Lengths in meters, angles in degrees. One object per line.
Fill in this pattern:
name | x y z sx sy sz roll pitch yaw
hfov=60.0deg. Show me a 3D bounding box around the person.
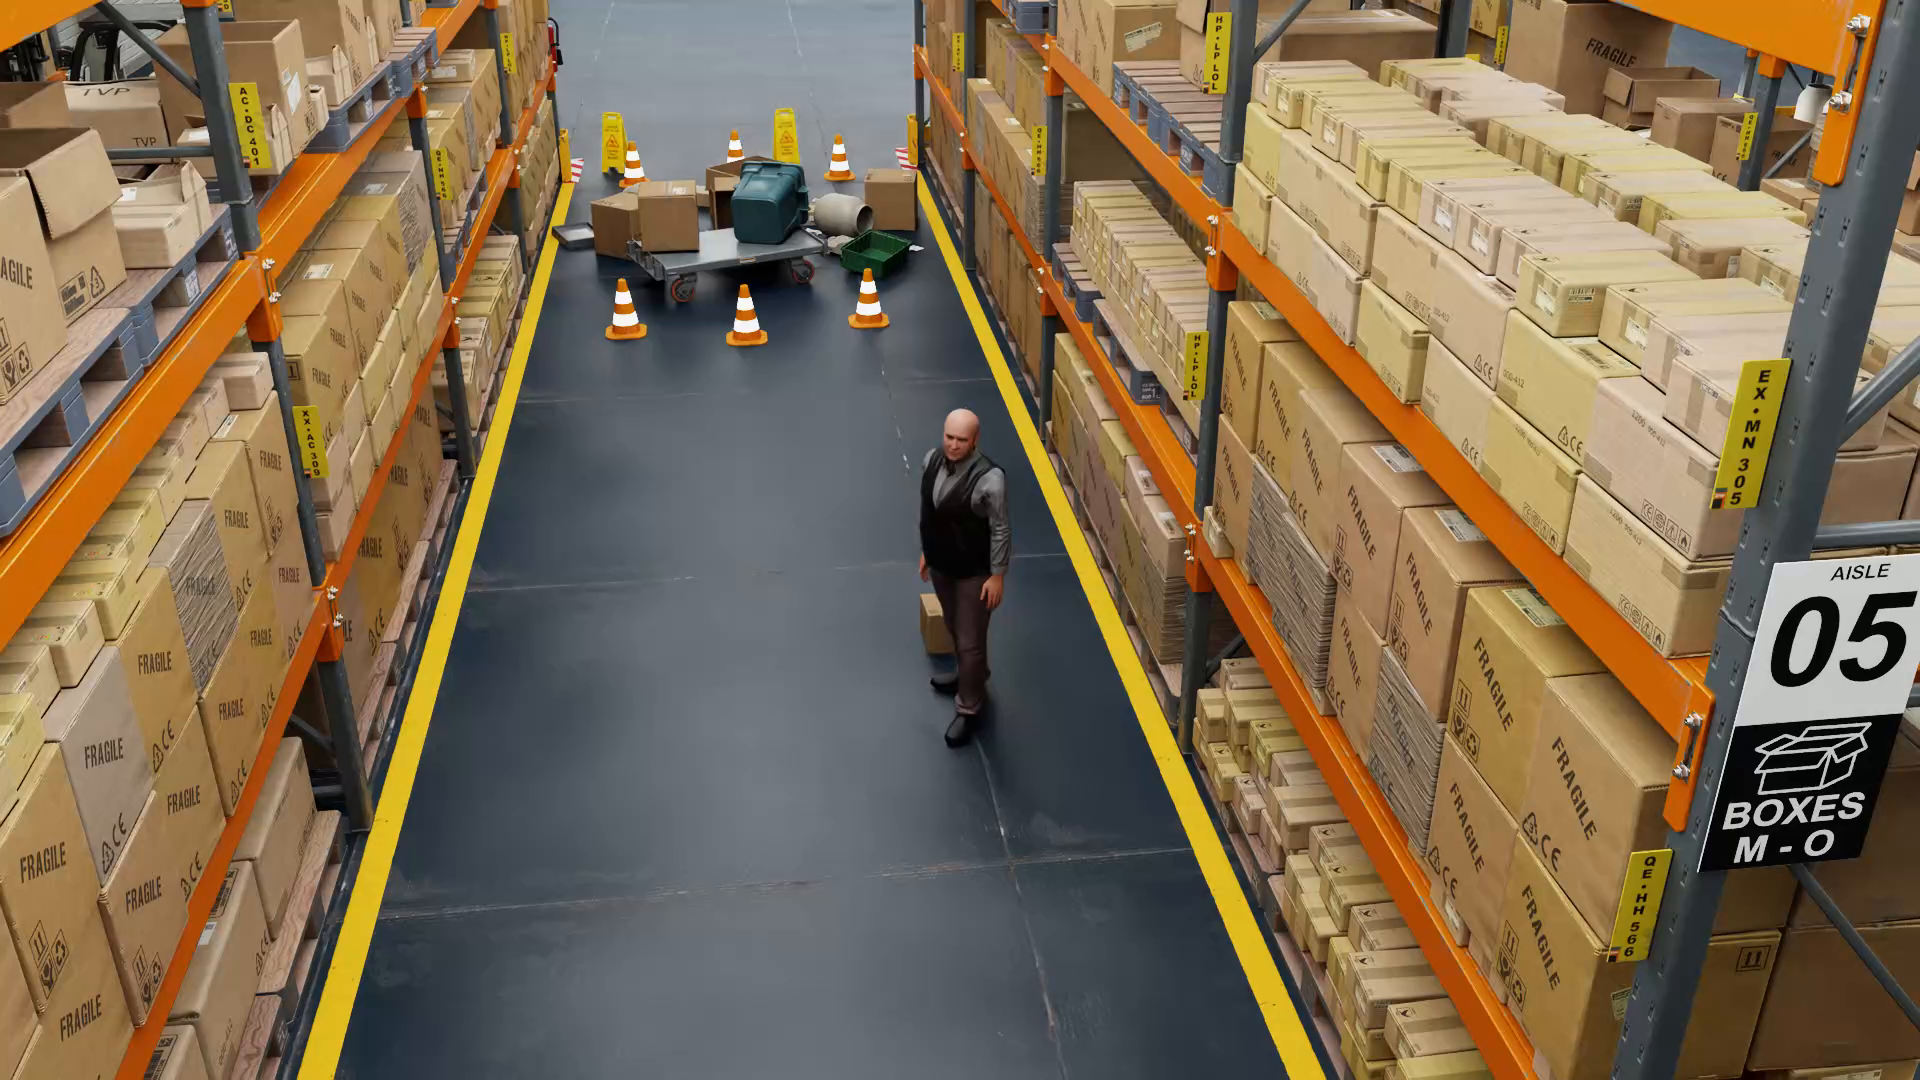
person | -0.003 0.135 8.361 0.546 1.725 0.566 -22 34 -36
